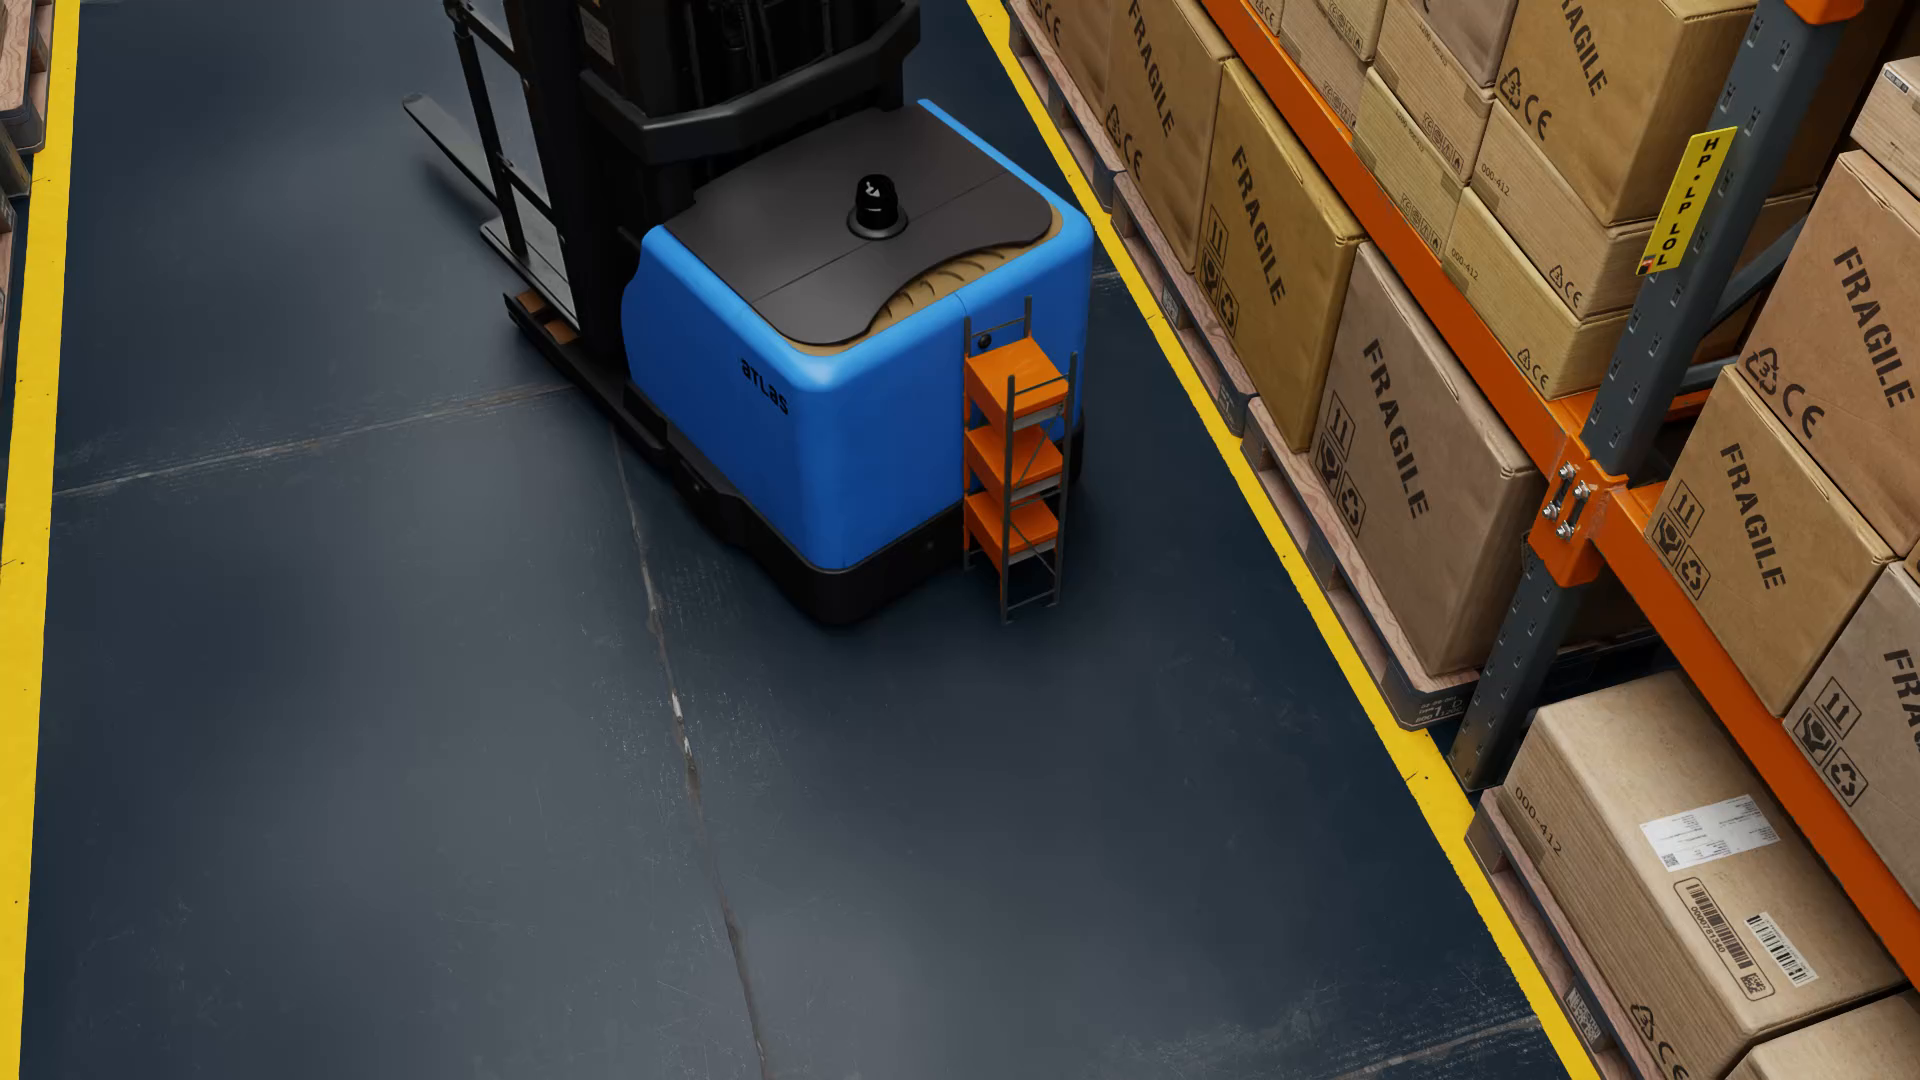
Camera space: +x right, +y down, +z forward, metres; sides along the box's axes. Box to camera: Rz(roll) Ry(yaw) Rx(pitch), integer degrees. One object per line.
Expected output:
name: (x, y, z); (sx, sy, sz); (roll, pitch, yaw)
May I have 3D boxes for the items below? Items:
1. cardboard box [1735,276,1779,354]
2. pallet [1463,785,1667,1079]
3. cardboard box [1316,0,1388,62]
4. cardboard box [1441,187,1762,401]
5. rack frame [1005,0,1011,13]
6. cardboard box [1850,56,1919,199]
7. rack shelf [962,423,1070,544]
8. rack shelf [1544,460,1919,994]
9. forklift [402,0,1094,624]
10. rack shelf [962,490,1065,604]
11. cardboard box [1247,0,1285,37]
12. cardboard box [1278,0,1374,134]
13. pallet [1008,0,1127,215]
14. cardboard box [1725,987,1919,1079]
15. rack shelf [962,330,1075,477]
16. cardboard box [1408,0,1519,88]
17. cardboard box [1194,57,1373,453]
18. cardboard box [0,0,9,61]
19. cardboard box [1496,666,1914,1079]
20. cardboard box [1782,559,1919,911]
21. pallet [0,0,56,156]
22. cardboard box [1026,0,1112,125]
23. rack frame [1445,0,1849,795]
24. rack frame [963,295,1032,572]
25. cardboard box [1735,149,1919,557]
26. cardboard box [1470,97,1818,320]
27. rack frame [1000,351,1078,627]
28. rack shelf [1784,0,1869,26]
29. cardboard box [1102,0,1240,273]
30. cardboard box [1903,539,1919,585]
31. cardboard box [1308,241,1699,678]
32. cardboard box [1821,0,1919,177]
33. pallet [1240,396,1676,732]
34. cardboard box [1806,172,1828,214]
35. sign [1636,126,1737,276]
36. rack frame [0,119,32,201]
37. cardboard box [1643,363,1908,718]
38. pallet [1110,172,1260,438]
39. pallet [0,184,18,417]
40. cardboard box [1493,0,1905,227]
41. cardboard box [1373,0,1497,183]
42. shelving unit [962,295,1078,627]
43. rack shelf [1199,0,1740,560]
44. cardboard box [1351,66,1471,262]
cardboard box: (1.997, -0.745, 4.014); (0.500, 0.250, 0.500); (-14, 51, -12)
pallet: (2.025, 1.060, 4.218); (1.003, 0.211, 1.213); (-13, 51, -11)
cardboard box: (1.199, -1.532, 4.351); (0.500, 0.250, 0.500); (-12, 51, -10)
cardboard box: (1.502, -0.634, 3.921); (0.500, 0.250, 0.500); (-14, 51, -12)
rack frame: (0.692, -3.333, 6.098); (1.000, 3.000, 0.127); (-13, 51, -11)
cardboard box: (1.721, -0.686, 2.723); (0.380, 0.149, 0.250); (-14, 51, -12)
rack shelf: (0.157, -0.187, 4.735); (0.215, 0.259, 0.240); (-21, 53, -17)
rack shelf: (2.467, 1.281, 2.679); (1.077, 0.370, 4.000); (-13, 51, -11)
forklift: (-0.931, -1.765, 4.821); (1.130, 2.935, 3.031); (-32, 57, -24)
rack shelf: (0.157, -0.008, 4.948); (0.215, 0.259, 0.240); (-21, 53, -17)
cardboard box: (1.064, -1.756, 4.866); (0.500, 0.250, 0.500); (-13, 51, -11)
cardboard box: (1.221, -1.379, 4.549); (0.500, 0.250, 0.500); (-15, 51, -12)
pallet: (0.853, -1.842, 6.665); (1.003, 0.211, 1.213); (-13, 51, -11)
cardboard box: (2.224, 1.415, 3.496); (0.875, 0.438, 0.875); (-15, 51, -12)
rack shelf: (0.157, -0.370, 4.518); (0.215, 0.259, 0.240); (-21, 53, -17)
cardboard box: (1.343, -1.412, 3.759); (0.500, 0.500, 0.500); (-12, 51, -10)
cardboard box: (1.341, -0.955, 5.208); (0.875, 0.875, 0.875); (-12, 51, -10)
cardboard box: (-4.220, -2.037, 6.284); (0.875, 0.625, 0.625); (-12, 51, -10)
cardboard box: (1.958, 0.761, 4.047); (0.875, 0.438, 0.875); (-14, 51, -12)
cardboard box: (1.909, 0.326, 2.948); (0.500, 0.500, 0.500); (-13, 51, -11)
pallet: (-4.254, -1.920, 6.730); (1.003, 0.211, 1.213); (-13, 51, -11)
cardboard box: (0.817, -2.261, 6.309); (0.875, 0.875, 0.875); (-14, 51, -11)
rack frame: (1.875, -0.412, 3.635); (1.000, 3.000, 0.127); (-13, 51, -11)
rack frame: (0.101, -0.277, 4.797); (0.200, 1.050, 0.008); (-21, 53, -17)
cardboard box: (1.785, -0.364, 2.876); (0.500, 0.500, 0.500); (-13, 51, -11)
cardboard box: (1.513, -0.792, 3.727); (0.500, 0.250, 0.500); (-13, 51, -11)
rack frame: (0.212, -0.111, 4.657); (0.200, 1.050, 0.008); (-21, 53, -17)
rack shelf: (2.467, 0.314, 1.532); (1.077, 0.370, 4.000); (-13, 51, -11)
cardboard box: (1.077, -1.608, 5.759); (0.875, 0.875, 0.875); (-13, 51, -11)
cardboard box: (1.928, 0.006, 2.563); (0.500, 0.500, 0.500); (-14, 51, -11)
cardboard box: (1.615, -0.297, 4.654); (0.875, 0.875, 0.875); (-12, 51, -10)
cardboard box: (2.020, -1.153, 3.541); (0.500, 0.500, 0.500); (-13, 51, -11)
pallet: (1.575, -0.060, 5.162); (1.003, 0.211, 1.213); (-13, 51, -11)
cardboard box: (2.015, -0.910, 3.826); (0.500, 0.250, 0.500); (-15, 51, -12)
sign: (1.360, -0.630, 3.114); (0.100, 0.325, 0.005); (-13, 51, -11)
rack frame: (-4.048, -2.208, 5.150); (1.000, 3.000, 0.127); (-13, 51, -11)
cardboard box: (1.764, -0.042, 3.258); (0.500, 0.500, 0.500); (-12, 51, -10)
pallet: (1.211, -0.952, 5.915); (1.003, 0.211, 1.213); (-13, 51, -11)
pallet: (-3.864, -0.756, 5.749); (1.003, 0.211, 1.213); (-13, 51, -11)
cardboard box: (1.503, -1.036, 3.442); (0.500, 0.500, 0.500); (-12, 51, -10)
cardboard box: (1.358, -1.155, 4.033); (0.500, 0.250, 0.500); (-12, 51, -10)
shelving unit: (0.157, -0.194, 4.727); (0.215, 1.050, 0.252); (-21, 53, -17)
rack shelf: (1.284, -1.641, 5.142); (1.077, 0.370, 4.000); (-13, 51, -11)
cardboard box: (1.352, -1.007, 4.235); (0.500, 0.250, 0.500); (-14, 51, -11)
